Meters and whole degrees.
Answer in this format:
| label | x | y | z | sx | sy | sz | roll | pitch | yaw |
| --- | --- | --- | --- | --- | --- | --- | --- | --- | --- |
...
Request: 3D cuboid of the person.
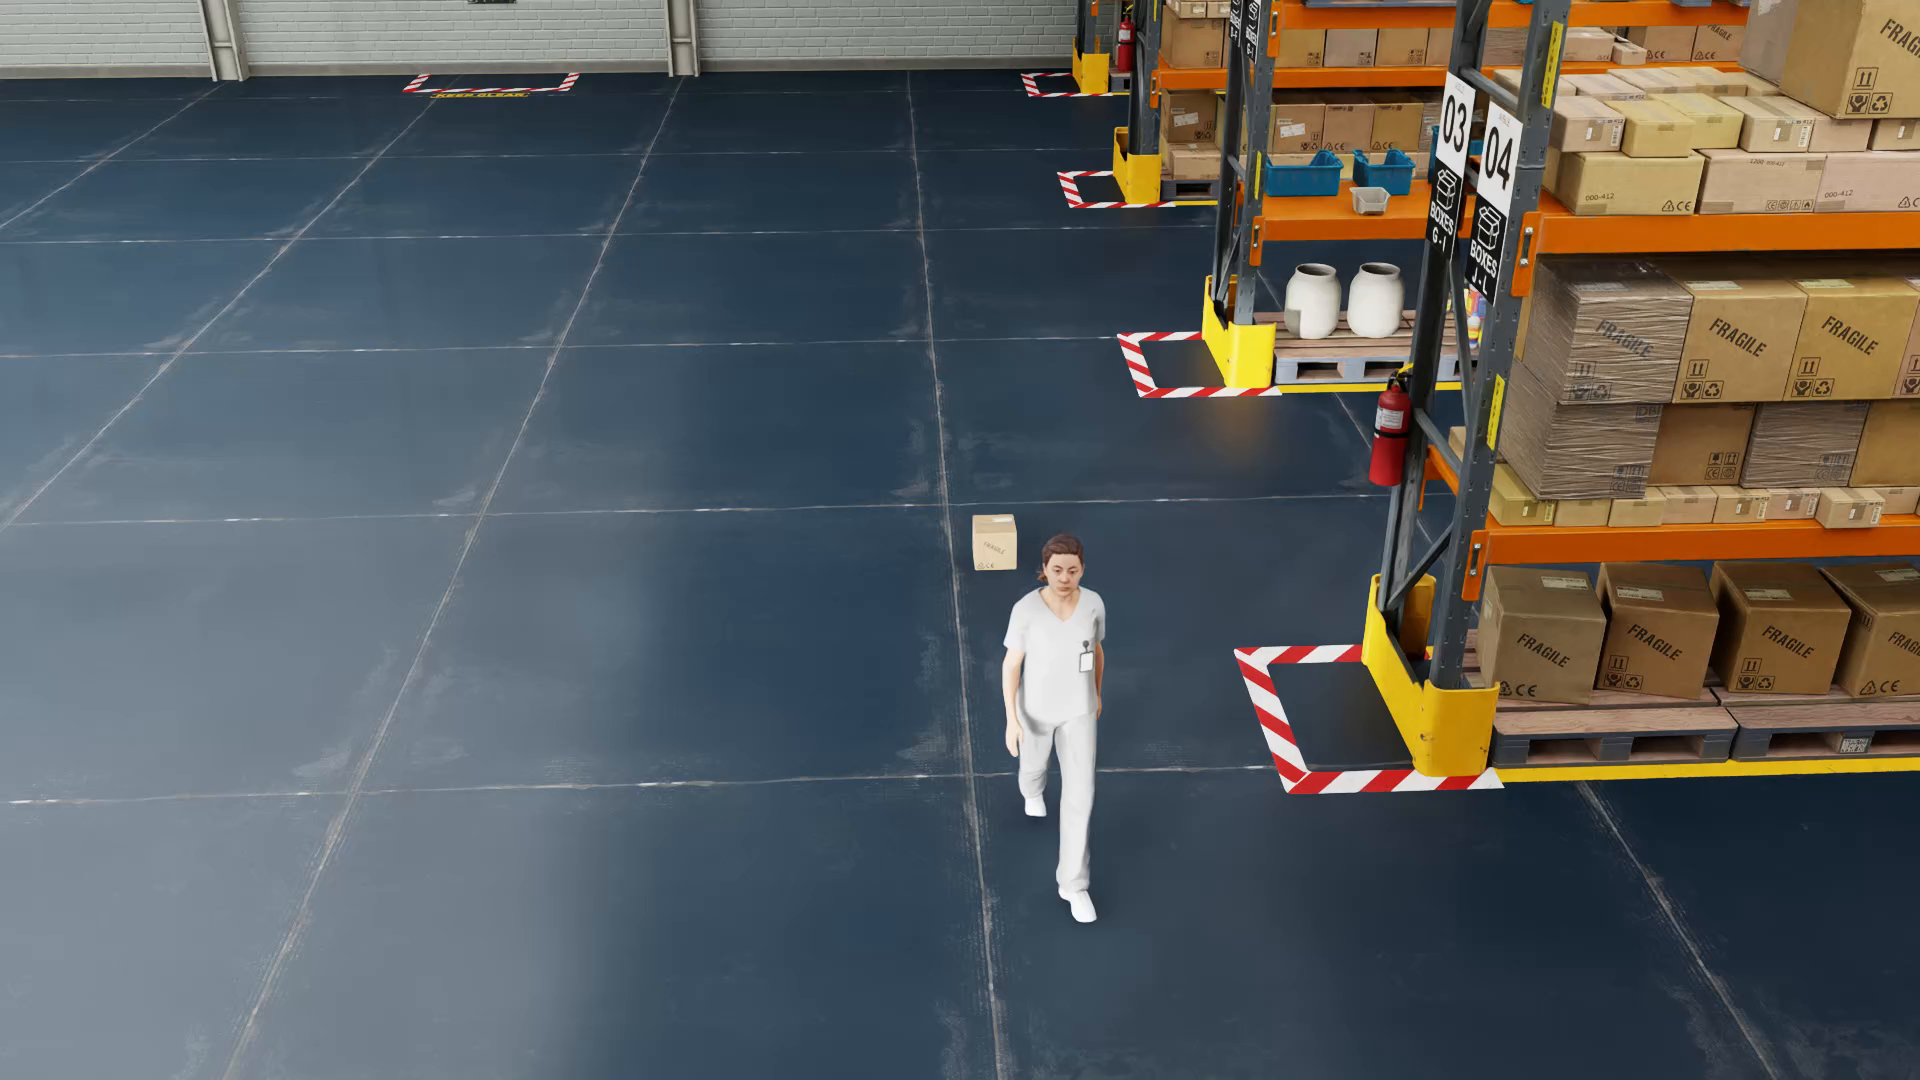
| label | x | y | z | sx | sy | sz | roll | pitch | yaw |
| --- | --- | --- | --- | --- | --- | --- | --- | --- | --- |
| person | 0.410 | 0.734 | 7.223 | 0.460 | 1.622 | 1.020 | -2 | 28 | -4 |
